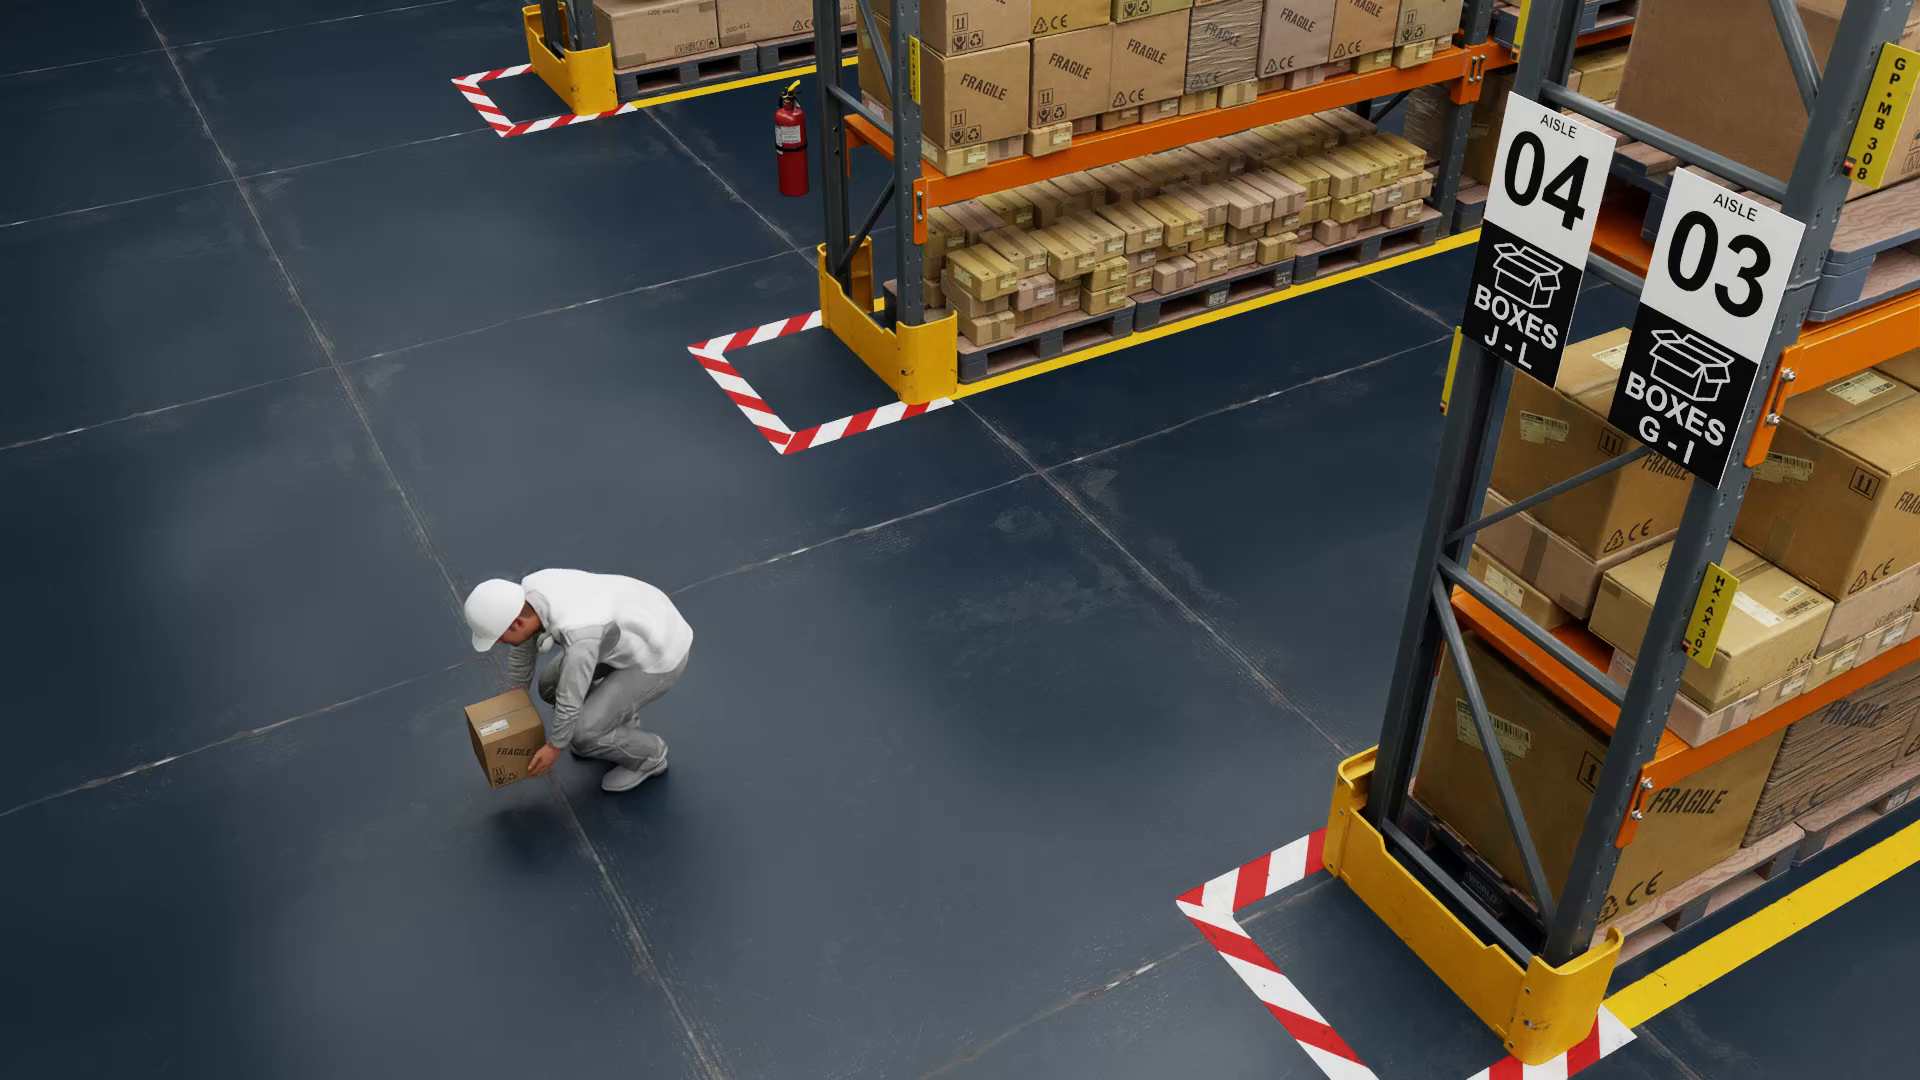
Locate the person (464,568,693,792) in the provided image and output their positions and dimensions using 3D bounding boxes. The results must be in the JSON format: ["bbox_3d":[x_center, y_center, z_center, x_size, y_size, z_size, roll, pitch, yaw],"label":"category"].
[{"bbox_3d":[-1.502,0.523,6.730,0.862,1.147,0.560,-19,41,-24],"label":"person"}]
